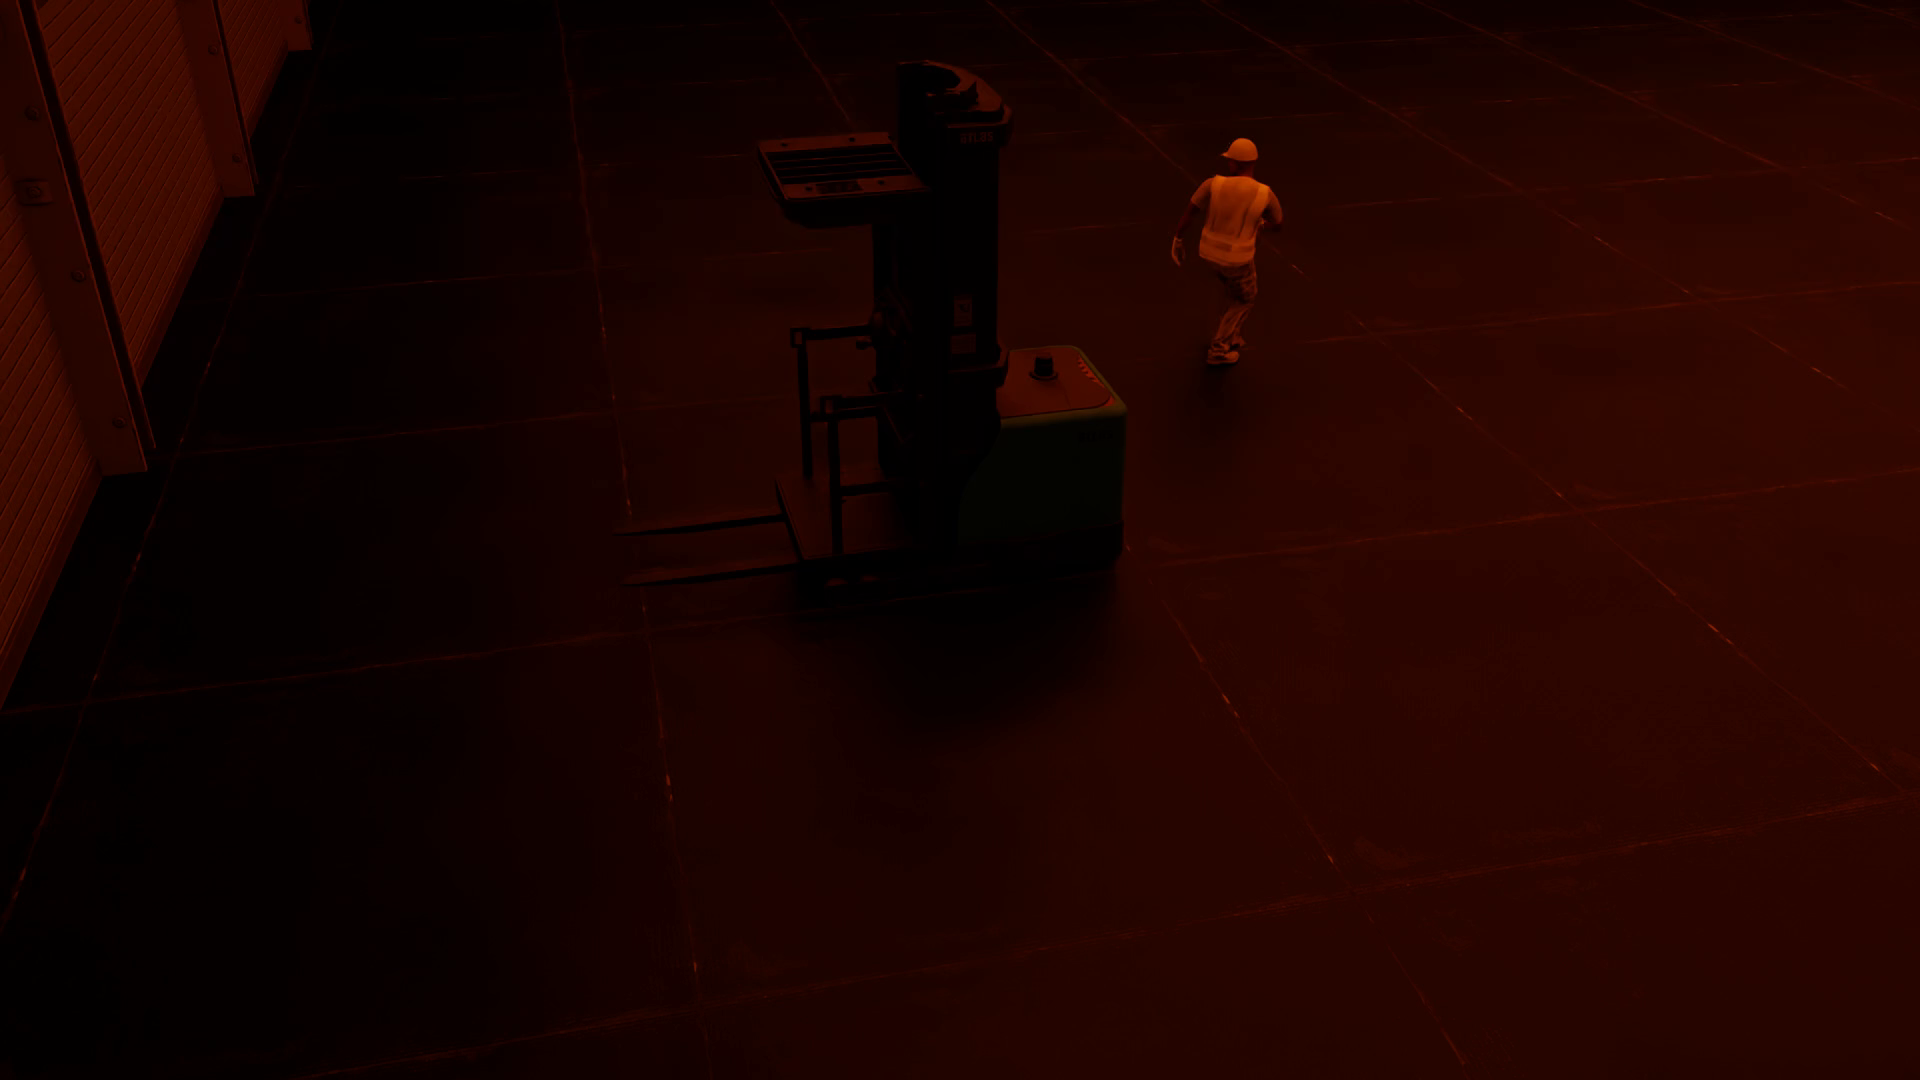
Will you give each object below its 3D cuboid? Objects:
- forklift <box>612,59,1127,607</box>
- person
[{"bbox_3d":[-0.579,-1.167,9.591,3.031,2.935,1.130,-7,31,-13],"label":"forklift"},{"bbox_3d":[2.046,-2.134,12.531,0.629,1.776,0.844,22,37,33],"label":"person"}]
